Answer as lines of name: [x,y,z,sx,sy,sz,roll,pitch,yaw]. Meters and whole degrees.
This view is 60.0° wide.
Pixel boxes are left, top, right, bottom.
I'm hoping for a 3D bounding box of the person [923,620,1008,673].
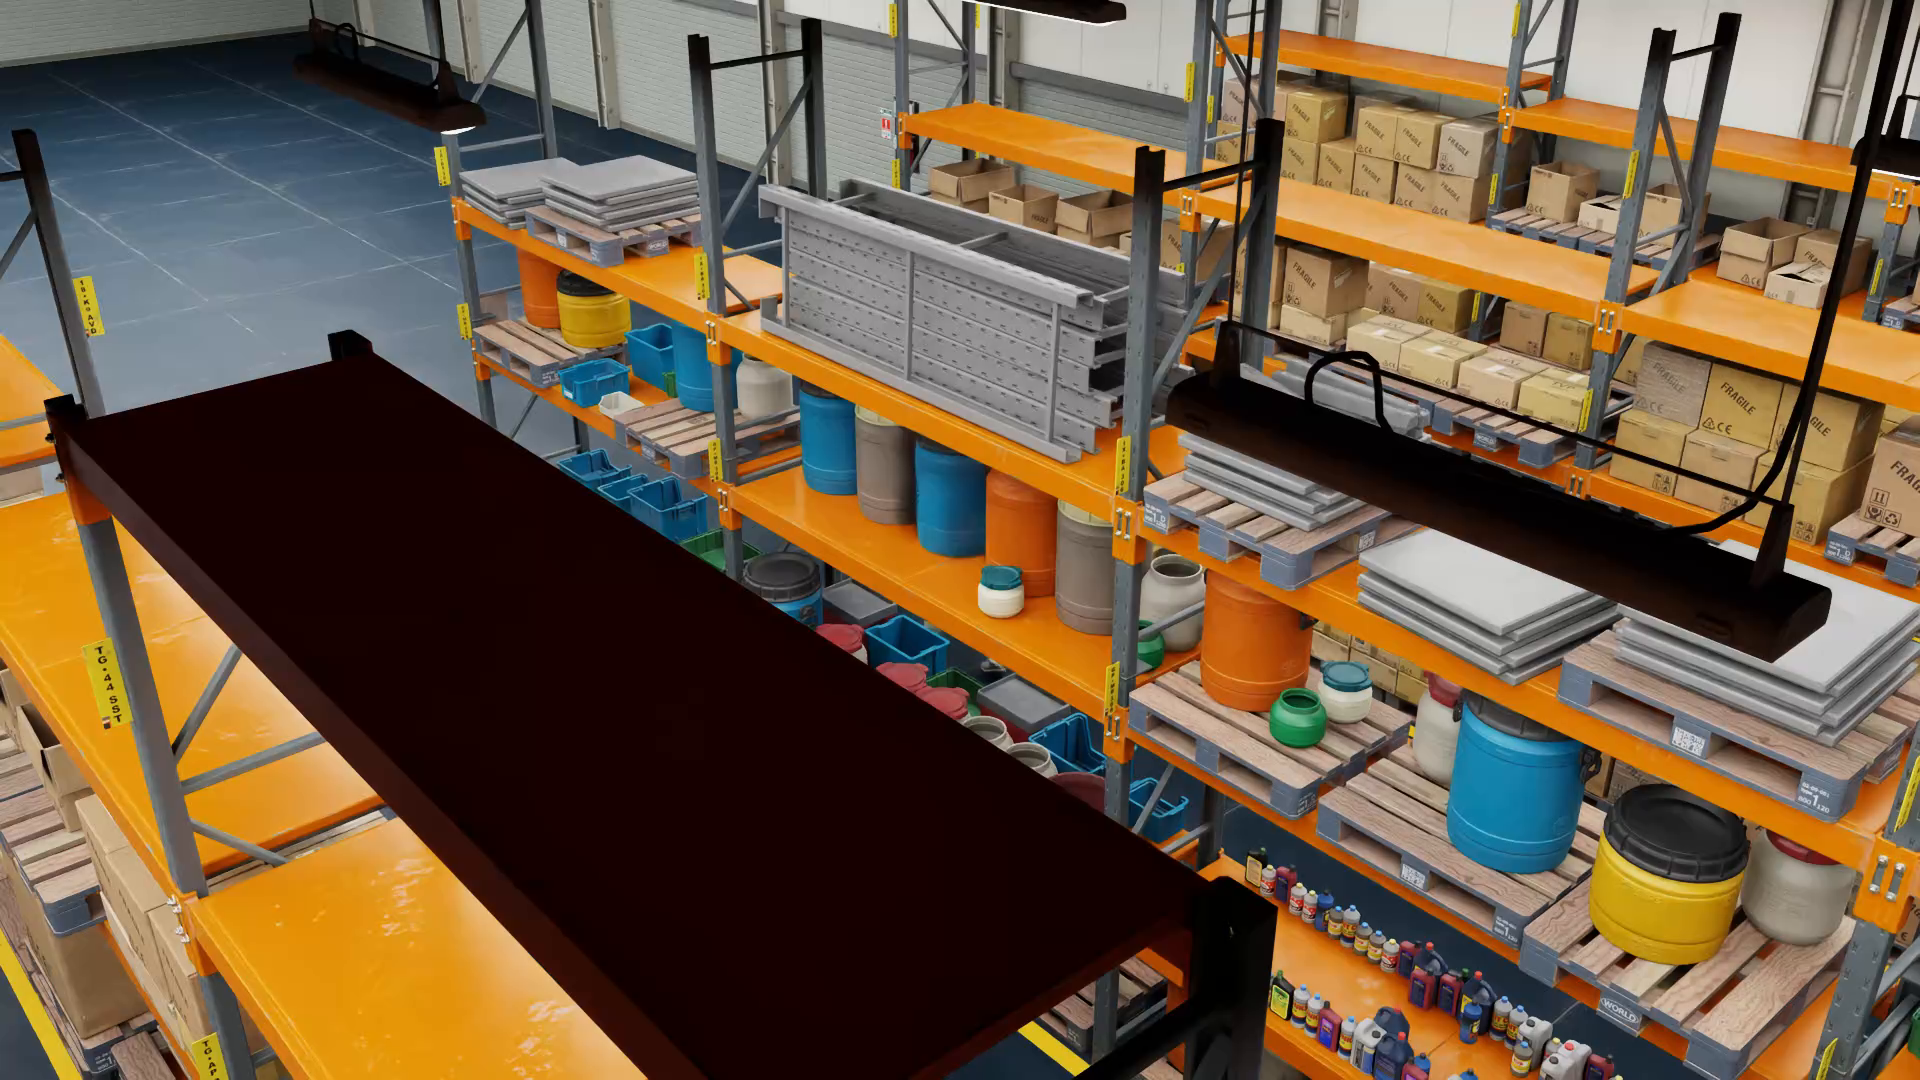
person: [-0.086,0.466,14.889,1.089,1.581,0.457,15,31,27]
